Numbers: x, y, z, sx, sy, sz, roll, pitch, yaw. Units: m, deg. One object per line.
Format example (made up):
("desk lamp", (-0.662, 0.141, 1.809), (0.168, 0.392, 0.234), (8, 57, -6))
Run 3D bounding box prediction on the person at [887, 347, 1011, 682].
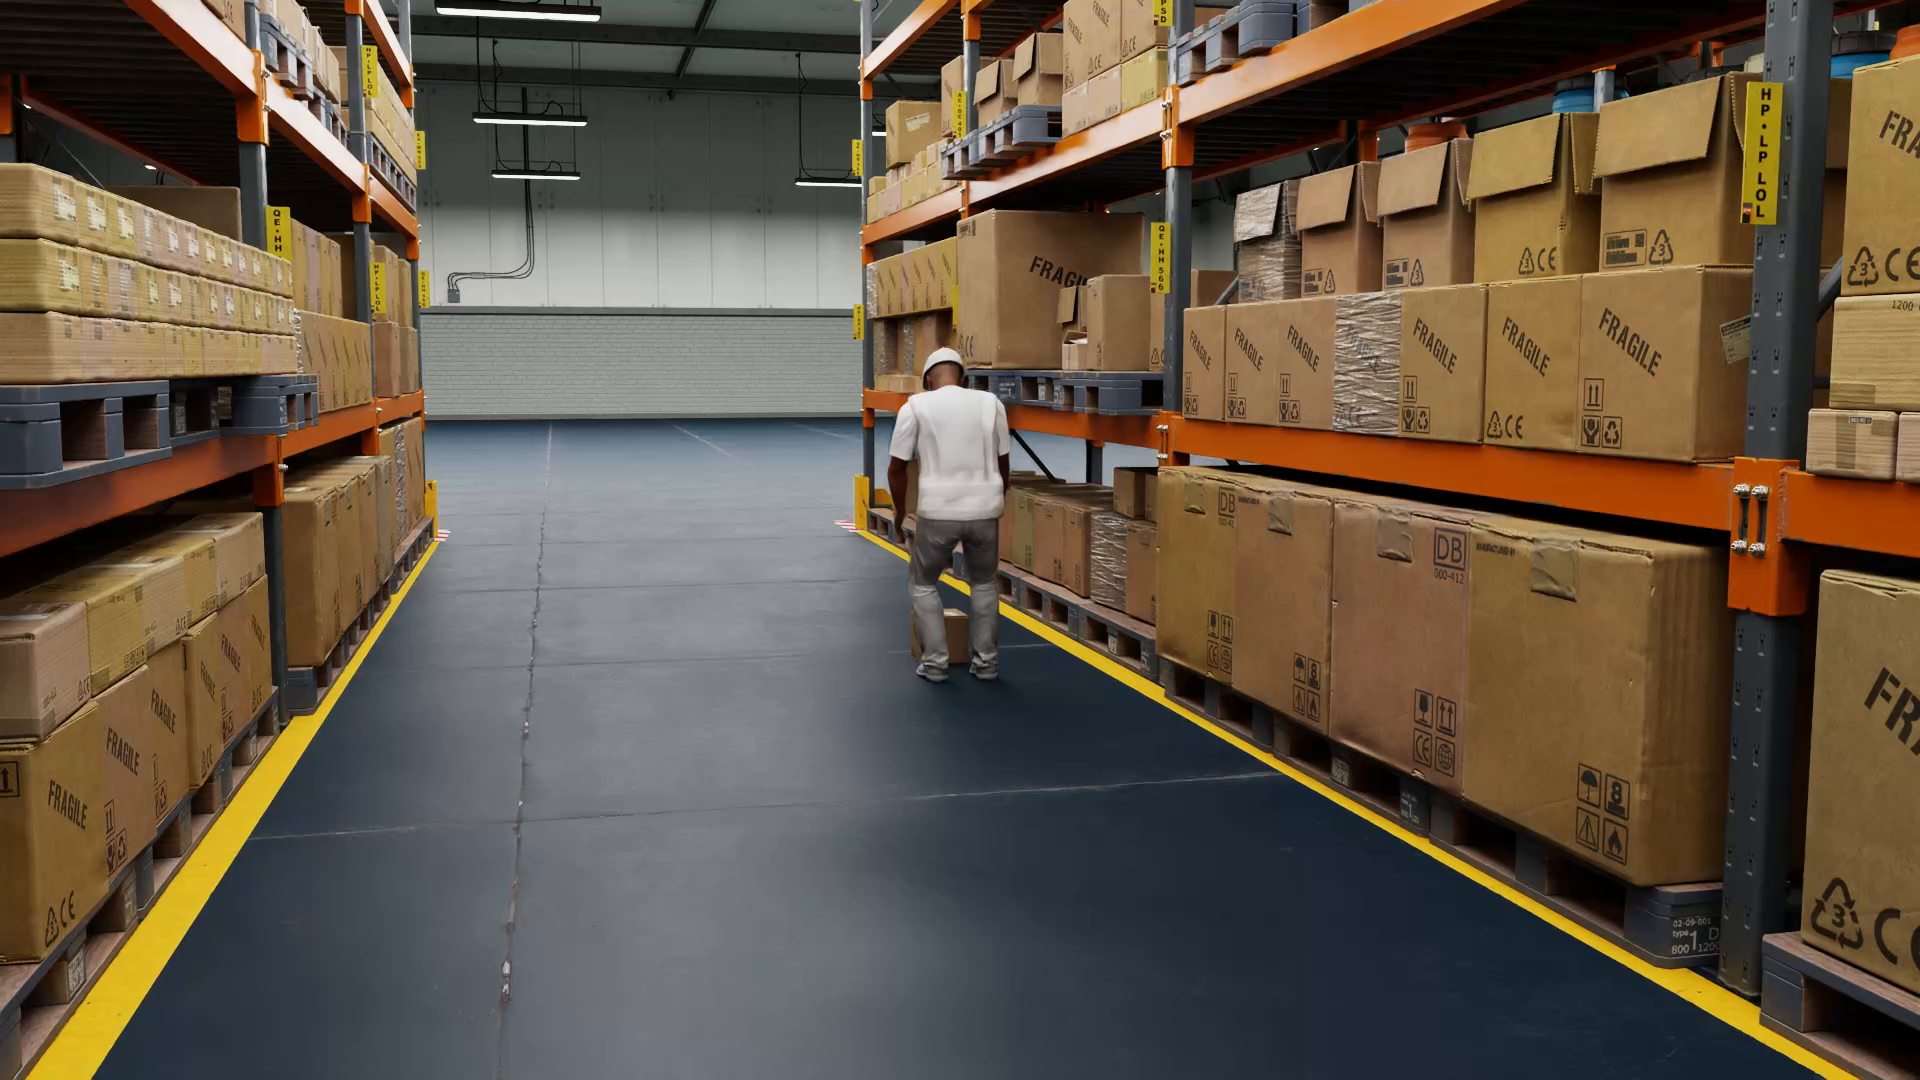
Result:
("person", (-0.050, -0.131, 8.220), (0.613, 1.633, 0.576), (-1, 6, -10))
